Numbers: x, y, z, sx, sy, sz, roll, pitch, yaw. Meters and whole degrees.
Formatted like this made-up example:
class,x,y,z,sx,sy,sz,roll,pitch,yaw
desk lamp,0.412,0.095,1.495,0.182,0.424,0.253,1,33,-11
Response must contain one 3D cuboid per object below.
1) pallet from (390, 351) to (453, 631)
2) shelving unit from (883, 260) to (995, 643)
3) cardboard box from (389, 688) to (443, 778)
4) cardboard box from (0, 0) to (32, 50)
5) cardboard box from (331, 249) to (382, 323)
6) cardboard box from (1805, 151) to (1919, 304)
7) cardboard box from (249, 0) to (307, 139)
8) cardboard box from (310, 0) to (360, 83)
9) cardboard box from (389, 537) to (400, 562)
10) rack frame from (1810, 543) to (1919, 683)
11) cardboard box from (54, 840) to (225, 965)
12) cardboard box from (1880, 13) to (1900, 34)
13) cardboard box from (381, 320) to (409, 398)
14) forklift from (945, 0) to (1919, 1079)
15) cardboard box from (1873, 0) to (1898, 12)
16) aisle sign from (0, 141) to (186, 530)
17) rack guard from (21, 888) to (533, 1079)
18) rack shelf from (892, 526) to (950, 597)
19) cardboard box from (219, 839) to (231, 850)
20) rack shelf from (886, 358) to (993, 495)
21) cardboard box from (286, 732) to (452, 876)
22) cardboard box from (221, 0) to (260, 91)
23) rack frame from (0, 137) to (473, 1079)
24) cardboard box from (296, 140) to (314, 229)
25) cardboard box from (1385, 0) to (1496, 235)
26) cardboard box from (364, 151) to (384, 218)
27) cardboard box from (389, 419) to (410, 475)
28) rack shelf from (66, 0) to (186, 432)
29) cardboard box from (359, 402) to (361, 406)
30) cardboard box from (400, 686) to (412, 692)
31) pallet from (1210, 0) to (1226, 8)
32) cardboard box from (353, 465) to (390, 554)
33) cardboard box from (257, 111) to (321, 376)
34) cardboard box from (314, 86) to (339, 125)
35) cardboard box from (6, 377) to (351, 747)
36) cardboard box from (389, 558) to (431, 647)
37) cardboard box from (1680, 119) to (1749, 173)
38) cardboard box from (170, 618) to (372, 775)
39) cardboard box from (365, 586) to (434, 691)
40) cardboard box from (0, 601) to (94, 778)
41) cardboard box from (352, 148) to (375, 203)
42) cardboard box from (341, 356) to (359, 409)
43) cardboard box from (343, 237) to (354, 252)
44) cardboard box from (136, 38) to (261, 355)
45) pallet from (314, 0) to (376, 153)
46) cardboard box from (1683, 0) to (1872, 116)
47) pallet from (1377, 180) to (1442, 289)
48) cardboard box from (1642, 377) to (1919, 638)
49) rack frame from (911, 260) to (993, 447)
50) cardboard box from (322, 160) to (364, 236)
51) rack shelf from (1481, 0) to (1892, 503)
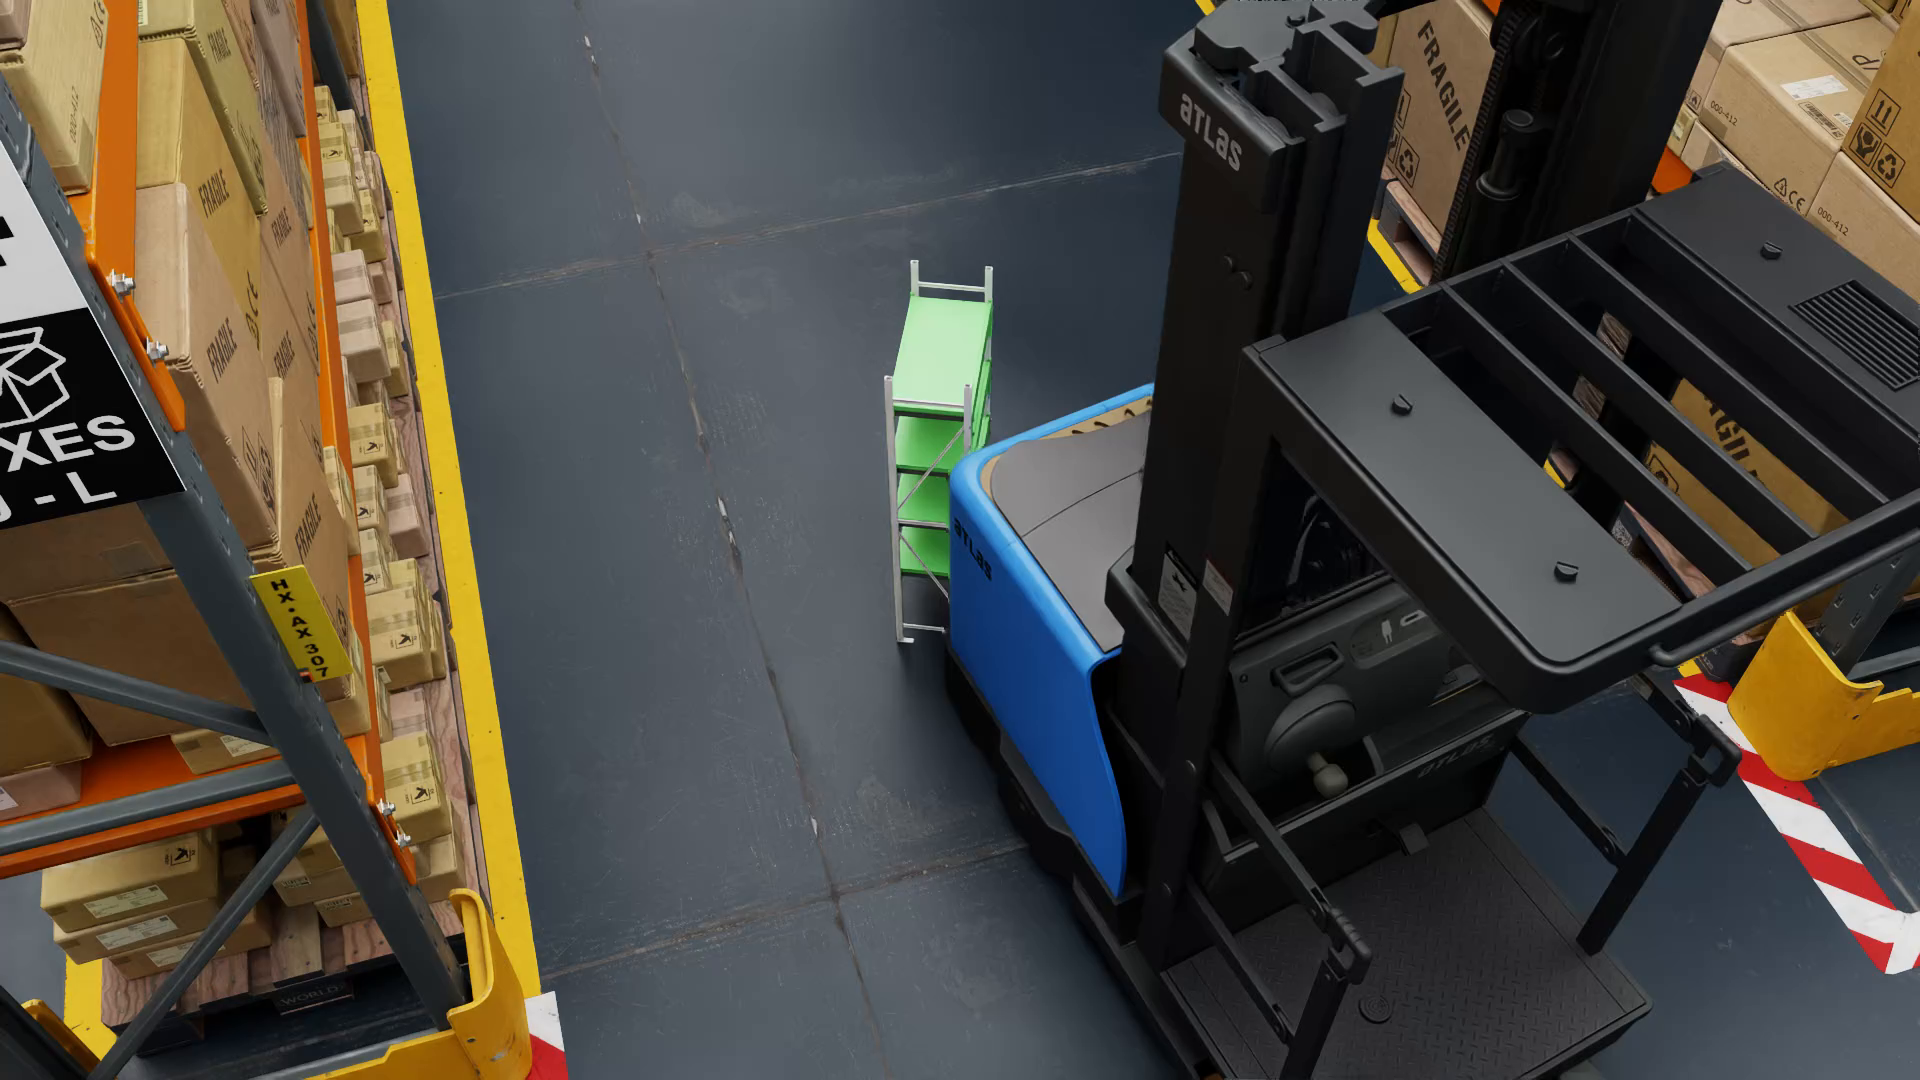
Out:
class,x,y,z,sx,sy,sz,roll,pitch,yaw
pallet,-2.325,-0.084,5.683,1.003,0.211,1.213,-13,51,-11
shelving unit,-0.056,-0.231,5.160,0.258,1.200,0.503,6,50,5
cardboard box,-1.675,0.597,4.680,0.380,0.149,0.250,-14,51,-11
cardboard box,-1.623,-0.903,2.359,0.500,0.250,0.500,-13,51,-10
cardboard box,-2.203,-0.823,5.683,0.380,0.149,0.250,-16,52,-13
cardboard box,2.632,-0.826,4.388,0.500,0.250,0.500,-14,51,-12
cardboard box,-2.210,-1.454,4.754,0.500,0.500,0.500,-14,51,-11
cardboard box,-2.887,-2.288,7.077,0.500,0.500,0.500,-12,51,-10
cardboard box,-1.961,0.163,5.241,0.380,0.149,0.250,-13,51,-11
rack frame,3.029,-0.484,4.196,1.000,3.000,0.127,-13,51,-11
cardboard box,-2.167,0.930,4.399,0.380,0.149,0.250,-15,51,-12
cardboard box,2.985,-1.322,4.806,0.500,0.250,0.500,-14,51,-11
cardboard box,-2.174,-0.609,5.892,0.380,0.149,0.250,-13,51,-11
forklift,1.091,0.355,3.534,1.130,2.935,3.031,-22,53,-18
cardboard box,2.838,-1.927,4.826,0.500,0.500,0.500,-15,51,-12
aisle sign,-1.431,-0.289,2.332,0.394,0.787,0.004,-13,51,-11
rack guard,-1.761,1.313,4.316,1.175,0.500,0.348,-13,51,-11
rack shelf,-0.056,-0.035,5.392,0.258,0.148,0.480,6,50,5
cardboard box,-2.266,0.845,4.666,0.380,0.149,0.250,-12,51,-10
rack shelf,-0.056,-0.344,5.025,0.258,0.148,0.480,6,50,5
cardboard box,-1.569,0.696,4.403,0.380,0.149,0.250,-15,52,-13
cardboard box,-2.060,-1.398,4.053,0.500,0.500,0.500,-15,51,-12
rack frame,-1.739,0.563,3.313,1.000,3.000,0.127,-13,51,-11
cardboard box,-2.082,-0.996,4.792,0.380,0.149,0.250,-12,51,-10
cardboard box,2.231,-1.699,6.335,0.875,0.875,0.875,-13,51,-11
cardboard box,-2.480,-1.365,6.529,0.380,0.149,0.250,-13,51,-11
cardboard box,-2.058,-0.235,5.576,0.380,0.149,0.250,-13,51,-11
rack shelf,-2.330,-1.632,3.673,1.077,0.370,4.000,-13,51,-11
cardboard box,-2.164,-0.334,5.465,0.380,0.149,0.250,-11,51,-9
cardboard box,-1.823,0.539,4.923,0.380,0.149,0.250,-13,51,-11
pallet,1.546,-3.054,8.186,1.003,0.211,1.213,-13,51,-11
cardboard box,-1.943,-0.059,5.038,0.380,0.149,0.250,-12,51,-10
cardboard box,-1.923,-0.701,4.119,0.500,0.500,0.500,-13,51,-10
cardboard box,-2.568,-1.565,6.309,0.380,0.149,0.250,-12,51,-10
cardboard box,-1.608,0.045,3.490,0.500,0.500,0.500,-11,51,-9
cardboard box,-1.805,0.227,4.992,0.380,0.149,0.250,-12,51,-10
cardboard box,2.385,-1.145,4.918,0.380,0.149,0.250,-13,51,-10
cardboard box,-1.521,0.334,3.671,0.380,0.149,0.250,-14,51,-11
cardboard box,-1.718,0.308,4.729,0.380,0.149,0.250,-13,51,-11
cardboard box,-2.117,0.165,3.389,0.500,0.500,0.500,-12,51,-10
cardboard box,-2.433,-1.318,6.294,0.380,0.149,0.250,-16,52,-13
cardboard box,-2.143,-0.423,5.346,0.380,0.149,0.250,-13,51,-11
cardboard box,-2.356,-0.921,5.960,0.380,0.149,0.250,-13,51,-11
cardboard box,-1.773,-0.642,3.415,0.500,0.500,0.500,-12,51,-10
pallet,-3.153,-2.028,7.321,1.003,0.211,1.213,-13,51,-11
cardboard box,2.332,-1.568,5.014,0.500,0.250,0.500,-15,51,-12
pallet,2.361,-1.041,6.490,1.003,0.211,1.213,-13,51,-11
cardboard box,2.764,-0.384,5.227,0.875,0.875,0.875,-13,51,-11
rack frame,-0.024,-0.416,5.316,0.240,1.200,0.015,6,50,5
cardboard box,-2.374,-1.208,6.007,0.380,0.149,0.250,-14,51,-11
rack shelf,2.438,-1.713,5.703,1.077,0.370,4.000,-13,51,-11
